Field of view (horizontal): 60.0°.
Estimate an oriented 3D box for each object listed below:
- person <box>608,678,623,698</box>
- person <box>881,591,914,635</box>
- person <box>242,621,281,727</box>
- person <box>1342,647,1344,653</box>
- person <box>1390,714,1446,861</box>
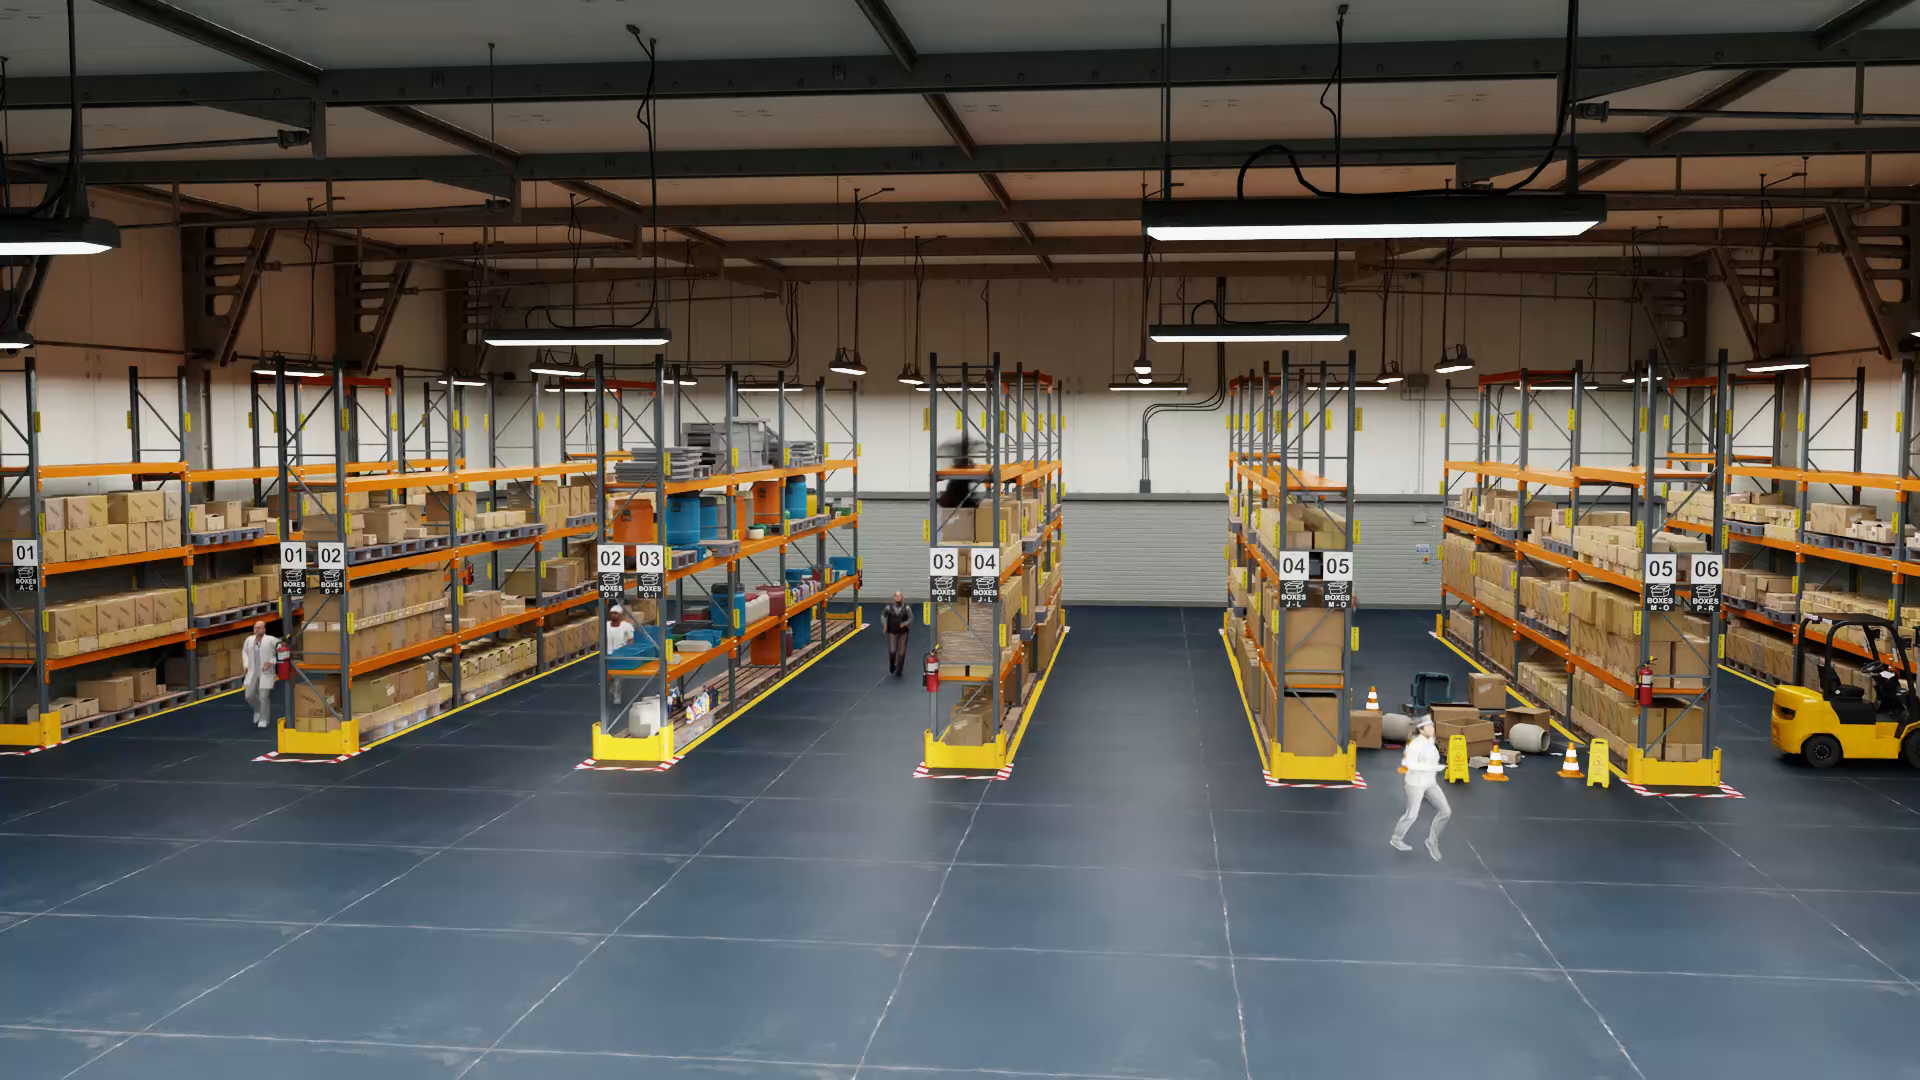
[{"bbox_3d":[-6.147,2.398,29.684,0.386,0.883,0.506,0,4,6],"label":"person"},{"bbox_3d":[-1.227,1.443,32.581,0.644,0.866,0.587,0,4,-3],"label":"person"},{"bbox_3d":[-11.478,2.201,27.301,0.722,1.746,0.628,0,4,-3],"label":"person"},{"bbox_3d":[8.163,1.580,35.755,0.427,1.781,0.470,0,4,-2],"label":"person"},{"bbox_3d":[5.256,2.822,19.052,0.594,1.714,0.752,-3,5,-38],"label":"person"}]
